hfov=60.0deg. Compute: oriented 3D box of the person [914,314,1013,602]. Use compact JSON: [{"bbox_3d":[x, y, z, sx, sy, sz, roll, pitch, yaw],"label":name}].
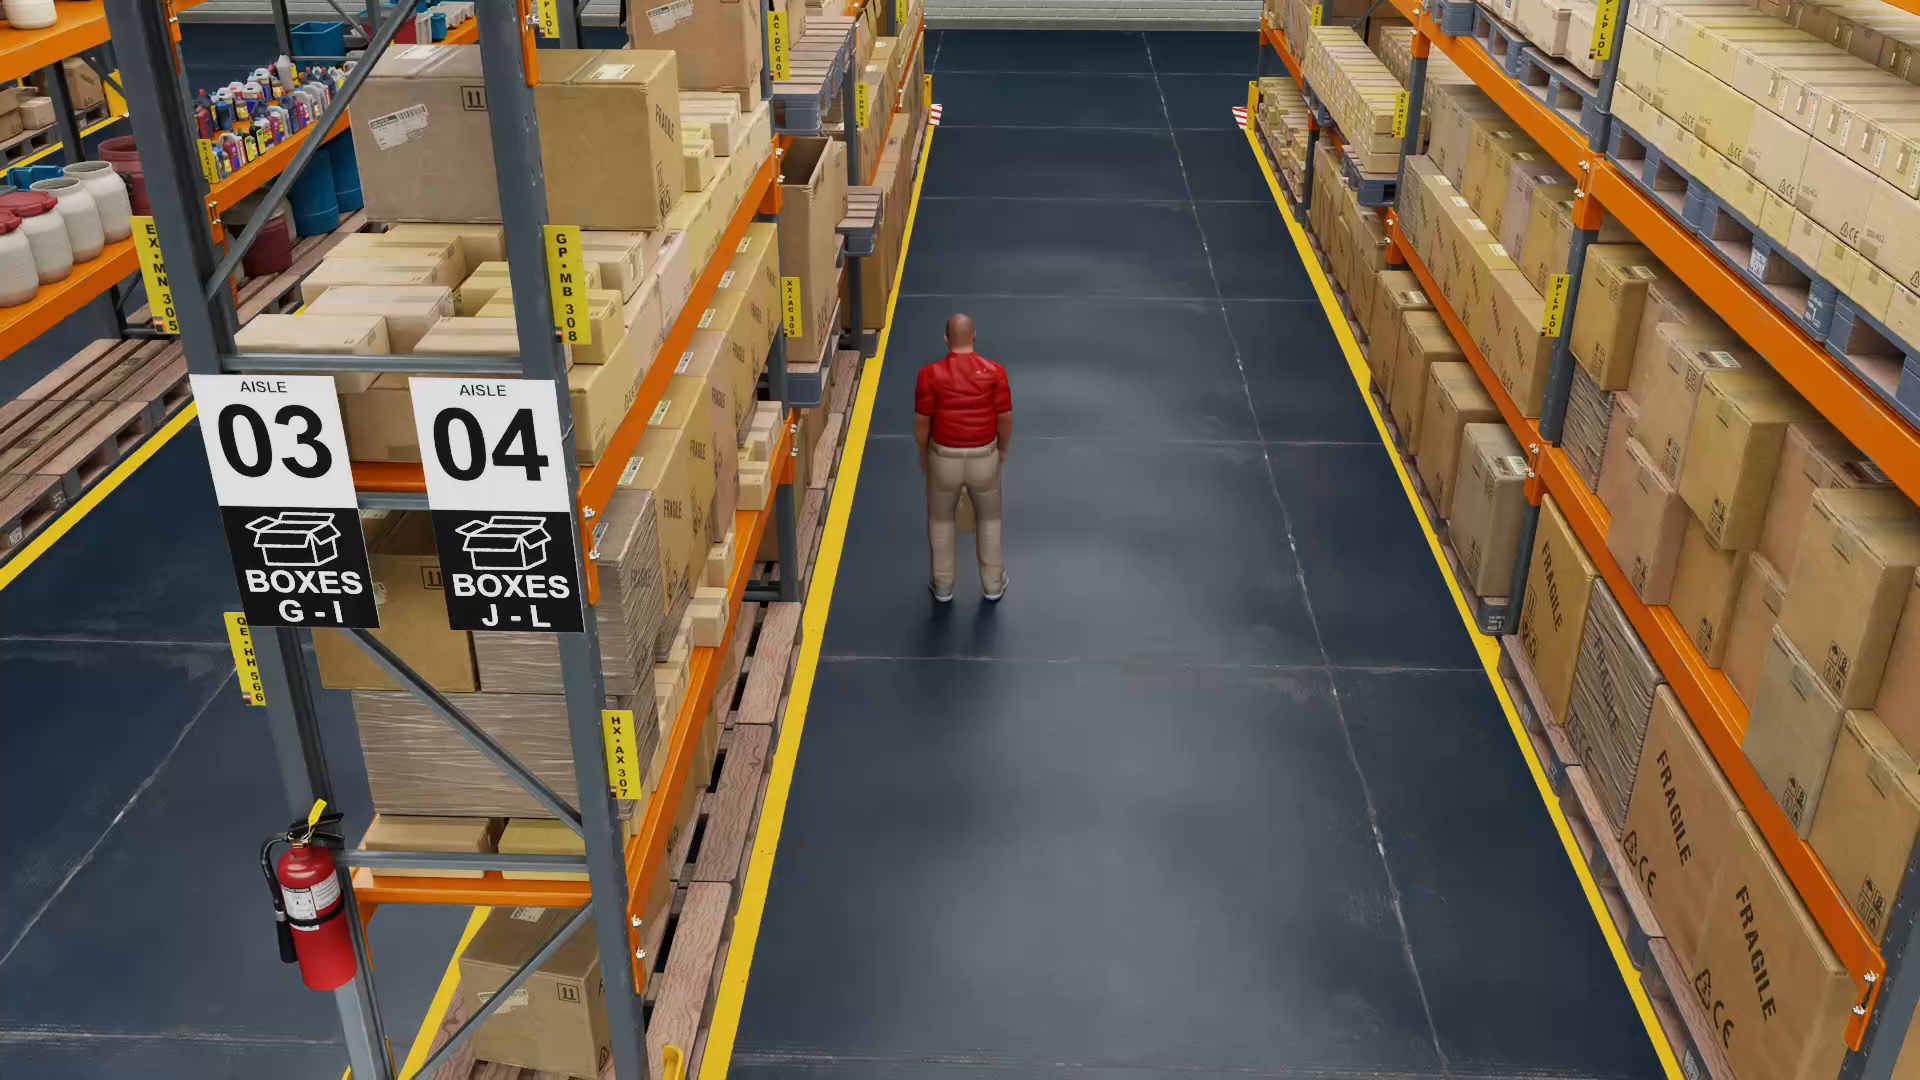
[{"bbox_3d":[0.018,-0.458,9.500,0.563,1.730,0.391,-1,28,-3],"label":"person"}]
